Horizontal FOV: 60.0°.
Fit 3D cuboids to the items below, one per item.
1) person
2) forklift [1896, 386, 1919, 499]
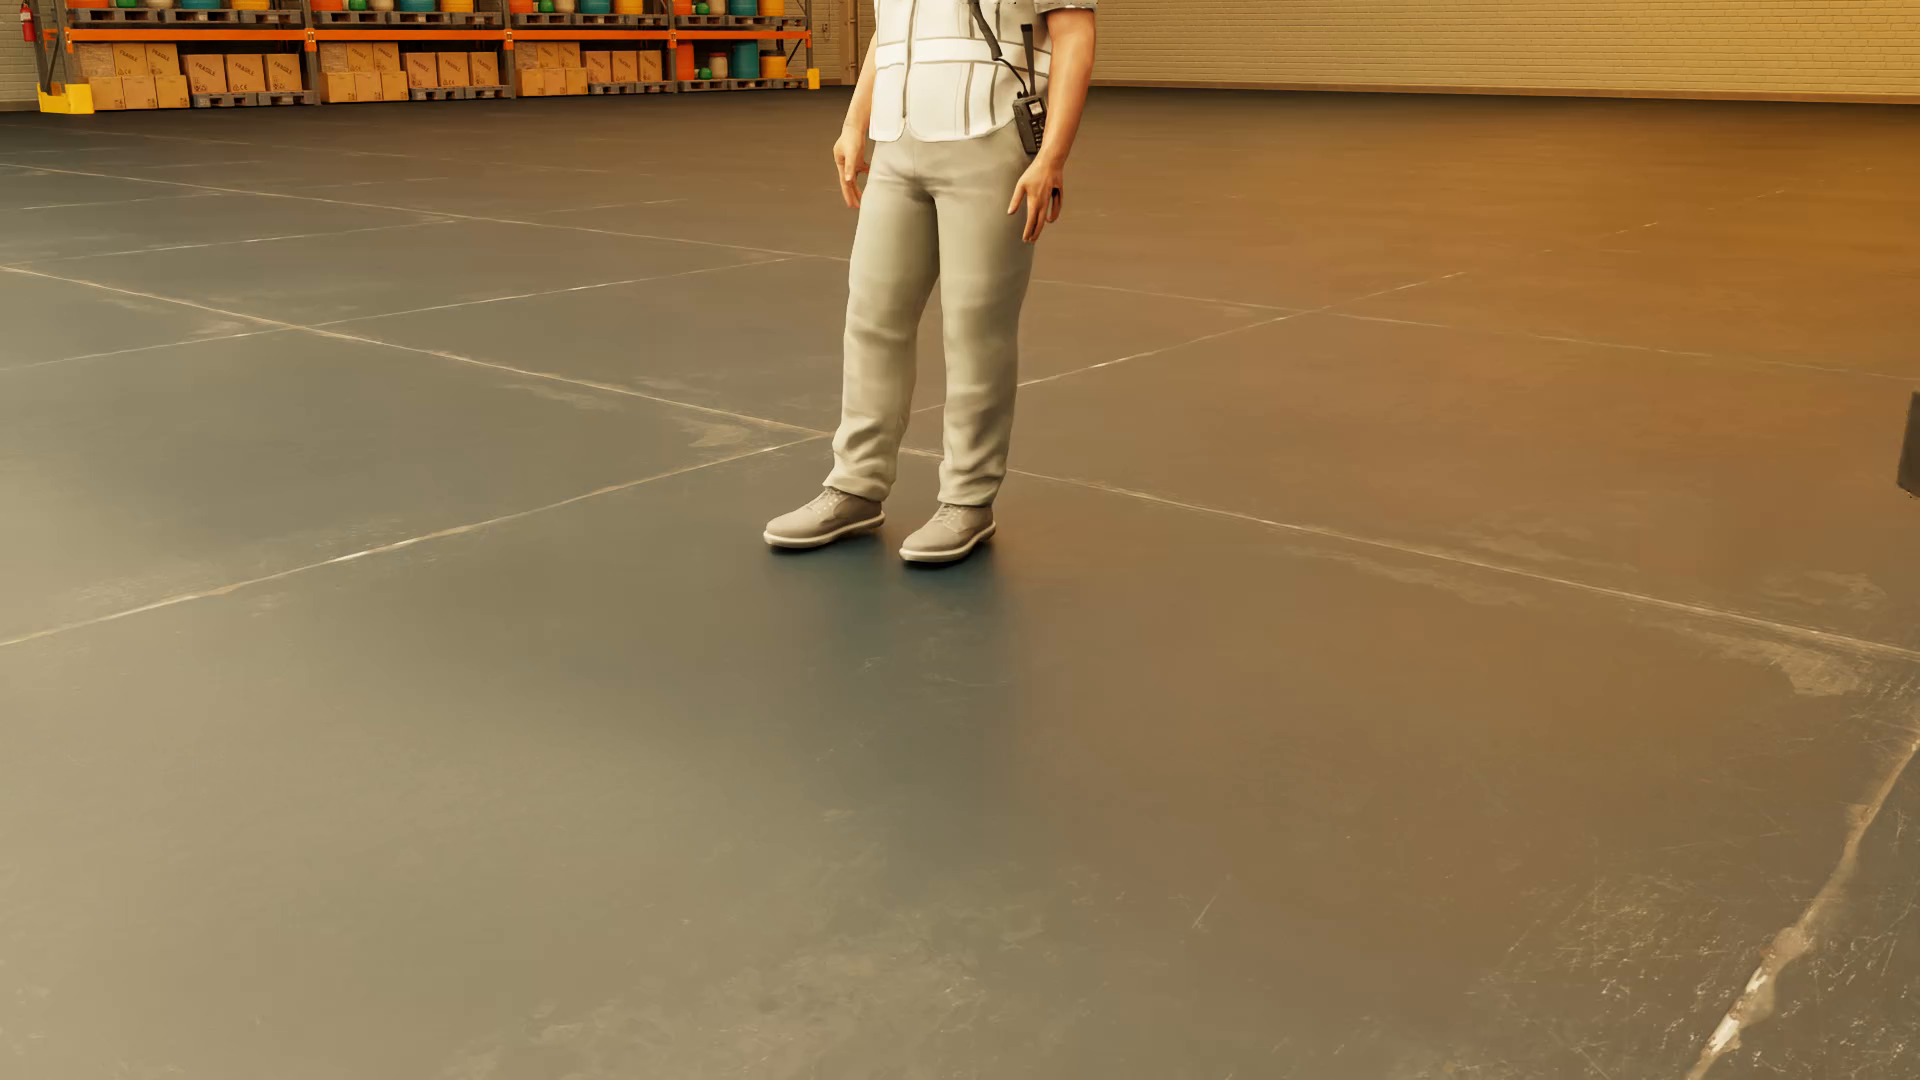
[{"bbox_3d":[-0.058,-0.844,3.630,0.641,1.779,0.574,13,21,37],"label":"person"},{"bbox_3d":[3.790,-1.295,3.161,3.031,2.935,1.130,2,17,6],"label":"forklift"}]
